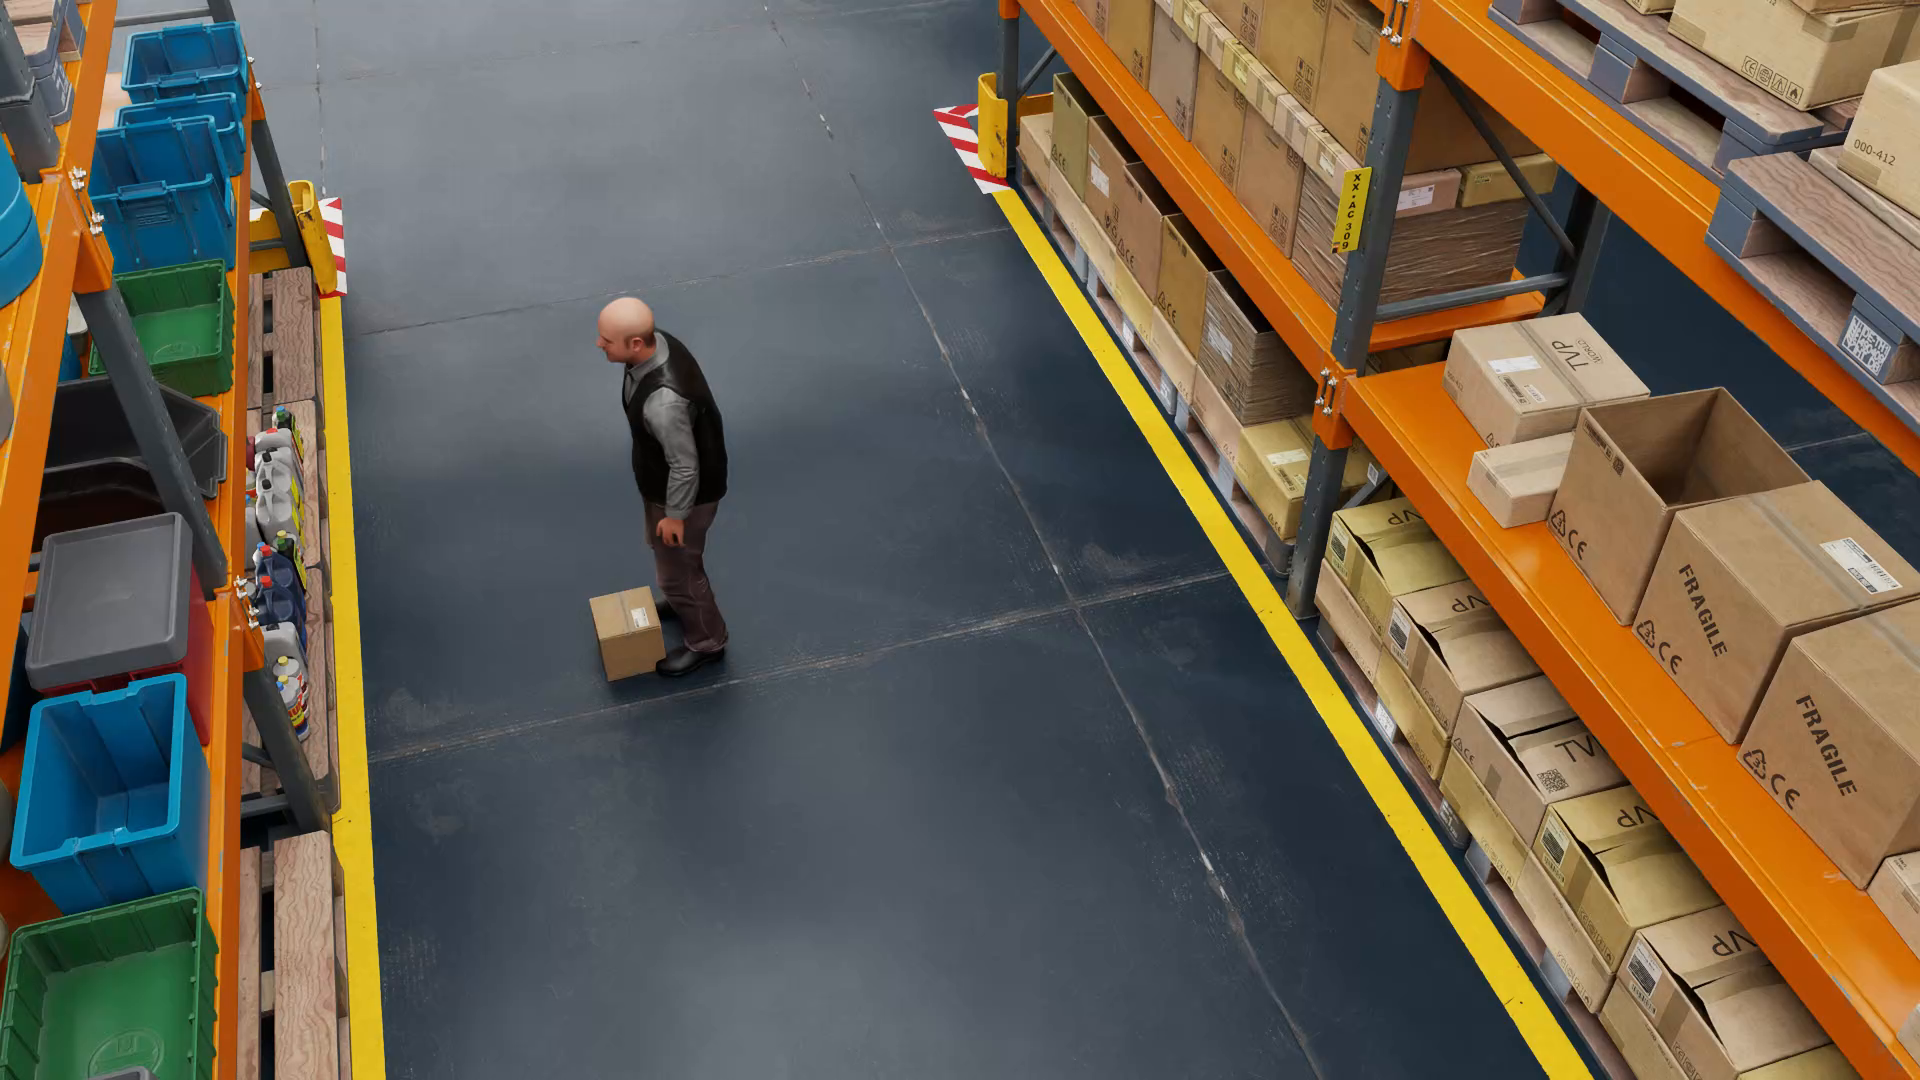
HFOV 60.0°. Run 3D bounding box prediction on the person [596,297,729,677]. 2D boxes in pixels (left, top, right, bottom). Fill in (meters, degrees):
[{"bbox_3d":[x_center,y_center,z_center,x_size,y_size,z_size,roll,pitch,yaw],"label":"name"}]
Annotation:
[{"bbox_3d":[-1.101,-0.224,6.427,0.413,1.721,0.581,-12,43,-13],"label":"person"}]
